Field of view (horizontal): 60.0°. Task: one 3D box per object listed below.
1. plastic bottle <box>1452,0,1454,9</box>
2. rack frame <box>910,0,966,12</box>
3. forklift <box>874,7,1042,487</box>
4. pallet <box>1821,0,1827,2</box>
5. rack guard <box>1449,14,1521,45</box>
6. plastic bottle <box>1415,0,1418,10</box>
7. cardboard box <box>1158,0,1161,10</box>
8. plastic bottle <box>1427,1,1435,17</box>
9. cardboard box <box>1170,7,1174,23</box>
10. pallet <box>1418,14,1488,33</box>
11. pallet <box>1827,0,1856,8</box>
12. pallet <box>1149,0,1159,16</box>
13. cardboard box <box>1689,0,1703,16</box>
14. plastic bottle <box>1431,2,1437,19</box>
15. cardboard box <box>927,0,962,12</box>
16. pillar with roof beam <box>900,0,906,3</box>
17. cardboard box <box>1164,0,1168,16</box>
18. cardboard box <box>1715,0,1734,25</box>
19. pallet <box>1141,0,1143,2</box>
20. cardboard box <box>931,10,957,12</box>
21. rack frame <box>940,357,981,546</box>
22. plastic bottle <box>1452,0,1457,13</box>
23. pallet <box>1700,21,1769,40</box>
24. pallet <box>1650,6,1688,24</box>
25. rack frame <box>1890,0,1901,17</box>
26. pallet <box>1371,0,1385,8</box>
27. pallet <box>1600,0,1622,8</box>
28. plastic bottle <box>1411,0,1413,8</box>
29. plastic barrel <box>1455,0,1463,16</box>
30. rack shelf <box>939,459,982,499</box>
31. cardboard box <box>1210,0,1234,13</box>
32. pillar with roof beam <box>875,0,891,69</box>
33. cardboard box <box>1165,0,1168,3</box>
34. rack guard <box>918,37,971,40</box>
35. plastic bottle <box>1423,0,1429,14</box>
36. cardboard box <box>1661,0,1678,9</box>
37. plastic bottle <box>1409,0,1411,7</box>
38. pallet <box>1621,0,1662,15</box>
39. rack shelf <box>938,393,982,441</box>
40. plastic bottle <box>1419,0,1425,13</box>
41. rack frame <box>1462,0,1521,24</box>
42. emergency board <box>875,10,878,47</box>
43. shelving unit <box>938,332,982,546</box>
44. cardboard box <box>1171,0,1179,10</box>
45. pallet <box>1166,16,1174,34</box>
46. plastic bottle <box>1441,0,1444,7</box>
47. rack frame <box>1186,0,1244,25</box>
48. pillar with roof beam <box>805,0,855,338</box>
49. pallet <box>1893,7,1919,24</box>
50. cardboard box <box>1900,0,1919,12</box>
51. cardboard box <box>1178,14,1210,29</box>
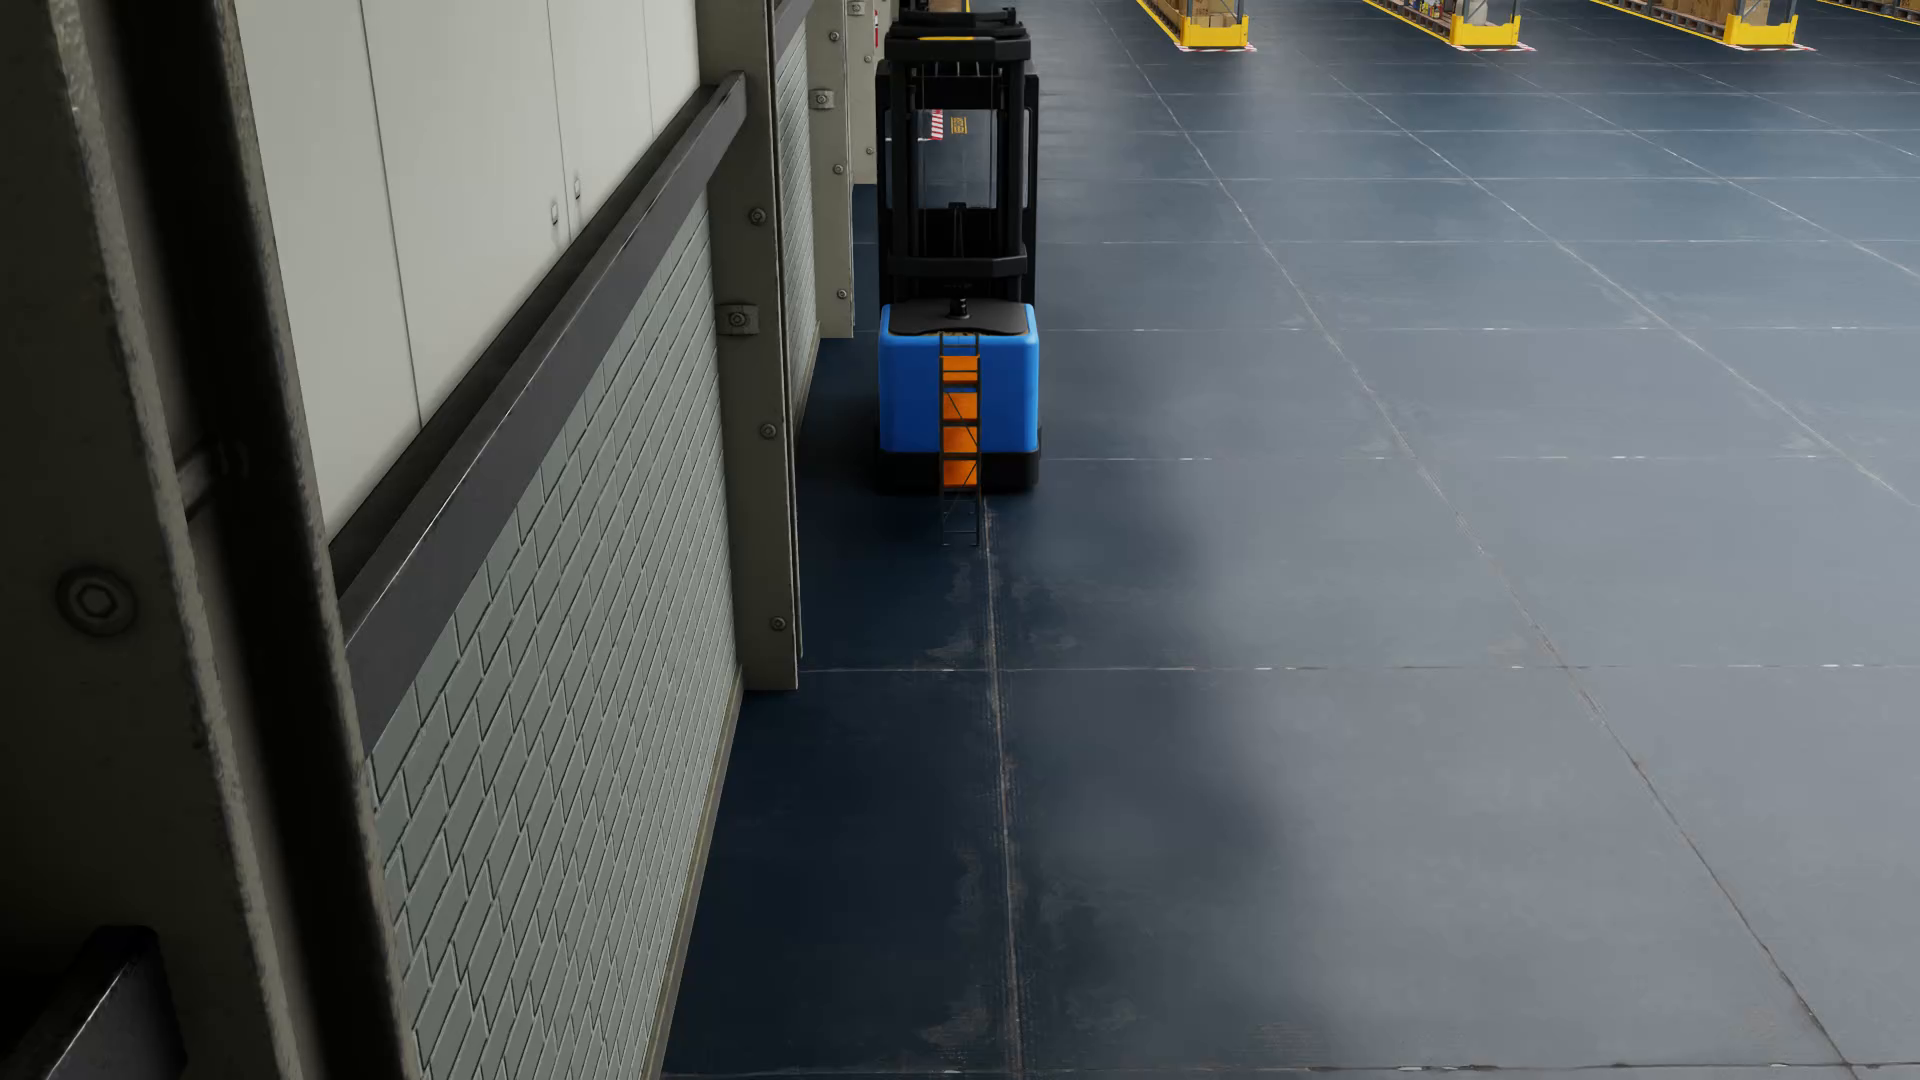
[{"bbox_3d":[9.775,-10.627,32.787,0.144,0.351,0.185,-1,24,-3],"label":"plastic bottle"},{"bbox_3d":[-0.385,-10.284,29.348,1.000,3.000,0.127,0,24,-1],"label":"rack frame"},{"bbox_3d":[-0.023,-2.237,11.640,1.130,2.935,3.031,0,24,-1],"label":"forklift"},{"bbox_3d":[19.280,-12.032,36.597,1.003,0.211,1.213,0,24,-1],"label":"pallet"},{"bbox_3d":[9.473,-9.221,30.030,1.175,0.500,0.348,0,24,-1],"label":"rack guard"},{"bbox_3d":[9.071,-10.636,32.807,0.144,0.351,0.185,0,24,1],"label":"plastic bottle"},{"bbox_3d":[4.226,-10.702,33.100,0.500,0.250,0.500,0,24,-1],"label":"cardboard box"},{"bbox_3d":[9.086,-10.204,31.942,0.152,0.276,0.135,-1,24,-2],"label":"plastic bottle"},{"bbox_3d":[4.242,-9.878,31.277,0.500,0.250,0.500,0,24,-1],"label":"cardboard box"},{"bbox_3d":[9.459,-9.925,31.939,1.003,0.211,1.213,0,24,-1],"label":"pallet"},{"bbox_3d":[19.291,-11.531,35.489,1.003,0.211,1.213,0,24,-1],"label":"pallet"},{"bbox_3d":[4.477,-10.989,34.291,1.003,0.211,1.213,0,24,-1],"label":"pallet"},{"bbox_3d":[14.494,-10.395,32.117,0.500,0.500,0.500,-2,24,-5],"label":"cardboard box"},{"bbox_3d":[9.043,-10.094,31.691,0.061,0.283,0.133,0,24,1],"label":"plastic bottle"},{"bbox_3d":[-0.267,-10.168,31.592,0.700,0.500,0.500,-2,24,-4],"label":"cardboard box"},{"bbox_3d":[2.981,-15.794,34.250,9.100,9.000,0.400,0,24,-1],"label":"pillar with roof beam"},{"bbox_3d":[4.227,-10.290,32.188,0.500,0.250,0.500,0,24,-1],"label":"cardboard box"},{"bbox_3d":[14.443,-9.907,31.038,0.500,0.500,0.500,6,25,13],"label":"cardboard box"},{"bbox_3d":[4.451,-11.994,36.514,1.003,0.211,1.213,0,24,-1],"label":"pallet"},{"bbox_3d":[-0.303,-9.545,30.443,0.500,0.311,0.500,-3,25,-7],"label":"cardboard box"},{"bbox_3d":[0.001,-0.514,9.931,0.240,1.200,0.015,0,24,-1],"label":"rack frame"},{"bbox_3d":[9.676,-10.452,32.483,0.061,0.283,0.133,0,24,-1],"label":"plastic bottle"},{"bbox_3d":[14.499,-9.446,30.880,1.003,0.211,1.213,0,24,-1],"label":"pallet"},{"bbox_3d":[14.473,-10.452,33.103,1.003,0.211,1.213,0,24,-1],"label":"pallet"},{"bbox_3d":[19.391,-11.980,33.097,1.000,3.000,0.127,0,24,-1],"label":"rack frame"},{"bbox_3d":[9.414,-11.534,35.495,1.003,0.211,1.213,0,24,-1],"label":"pallet"},{"bbox_3d":[14.404,-11.553,35.538,1.003,0.211,1.213,0,24,-1],"label":"pallet"},{"bbox_3d":[9.045,-10.685,33.097,0.097,0.201,0.097,0,24,0],"label":"plastic bottle"},{"bbox_3d":[9.432,-9.864,30.928,0.421,0.512,0.421,0,24,0],"label":"plastic barrel"},{"bbox_3d":[-0.002,-0.373,10.263,0.258,0.148,0.480,0,24,-1],"label":"rack shelf"},{"bbox_3d":[4.777,-10.016,30.673,0.500,0.500,0.500,0,24,-1],"label":"cardboard box"},{"bbox_3d":[3.112,-10.849,23.317,9.100,9.000,0.400,0,24,-1],"label":"pillar with roof beam"},{"bbox_3d":[4.227,-10.632,32.034,0.500,0.500,0.500,0,24,-1],"label":"cardboard box"},{"bbox_3d":[-0.386,-9.176,29.932,1.175,0.500,0.348,0,24,-1],"label":"rack guard"},{"bbox_3d":[9.078,-10.383,32.247,0.144,0.351,0.185,0,24,-1],"label":"plastic bottle"},{"bbox_3d":[14.394,-10.886,33.204,0.500,0.500,0.500,-1,24,-2],"label":"cardboard box"},{"bbox_3d":[9.043,-10.801,33.268,0.097,0.271,0.097,0,24,0],"label":"plastic bottle"},{"bbox_3d":[14.420,-11.049,34.424,1.003,0.211,1.213,0,24,-1],"label":"pallet"},{"bbox_3d":[-0.002,-0.757,10.089,0.258,0.148,0.480,0,24,-1],"label":"rack shelf"},{"bbox_3d":[9.033,-10.459,32.498,0.061,0.283,0.133,1,24,2],"label":"plastic bottle"},{"bbox_3d":[9.521,-10.328,29.447,1.000,3.000,0.127,0,24,-1],"label":"rack frame"},{"bbox_3d":[-1.204,-7.078,22.259,0.194,1.169,0.643,0,24,-1],"label":"emergency board"},{"bbox_3d":[-0.002,-0.615,10.154,0.258,1.200,0.503,0,24,-1],"label":"shelving unit"},{"bbox_3d":[4.239,-10.220,31.123,0.500,0.500,0.500,0,24,-1],"label":"cardboard box"},{"bbox_3d":[4.507,-9.854,31.780,1.003,0.211,1.213,0,24,-1],"label":"pallet"},{"bbox_3d":[9.628,-10.705,32.961,0.144,0.351,0.185,0,24,-1],"label":"plastic bottle"},{"bbox_3d":[4.568,-10.308,29.401,1.000,3.000,0.127,0,24,-1],"label":"rack frame"},{"bbox_3d":[3.243,-5.904,12.384,9.100,9.000,0.400,0,24,-1],"label":"pillar with roof beam"},{"bbox_3d":[19.321,-10.395,32.978,1.003,0.211,1.213,0,24,-1],"label":"pallet"},{"bbox_3d":[19.328,-10.943,32.875,0.875,0.875,0.875,0,24,0],"label":"cardboard box"},{"bbox_3d":[4.267,-9.466,30.366,0.500,0.250,0.500,0,24,-1],"label":"cardboard box"}]
